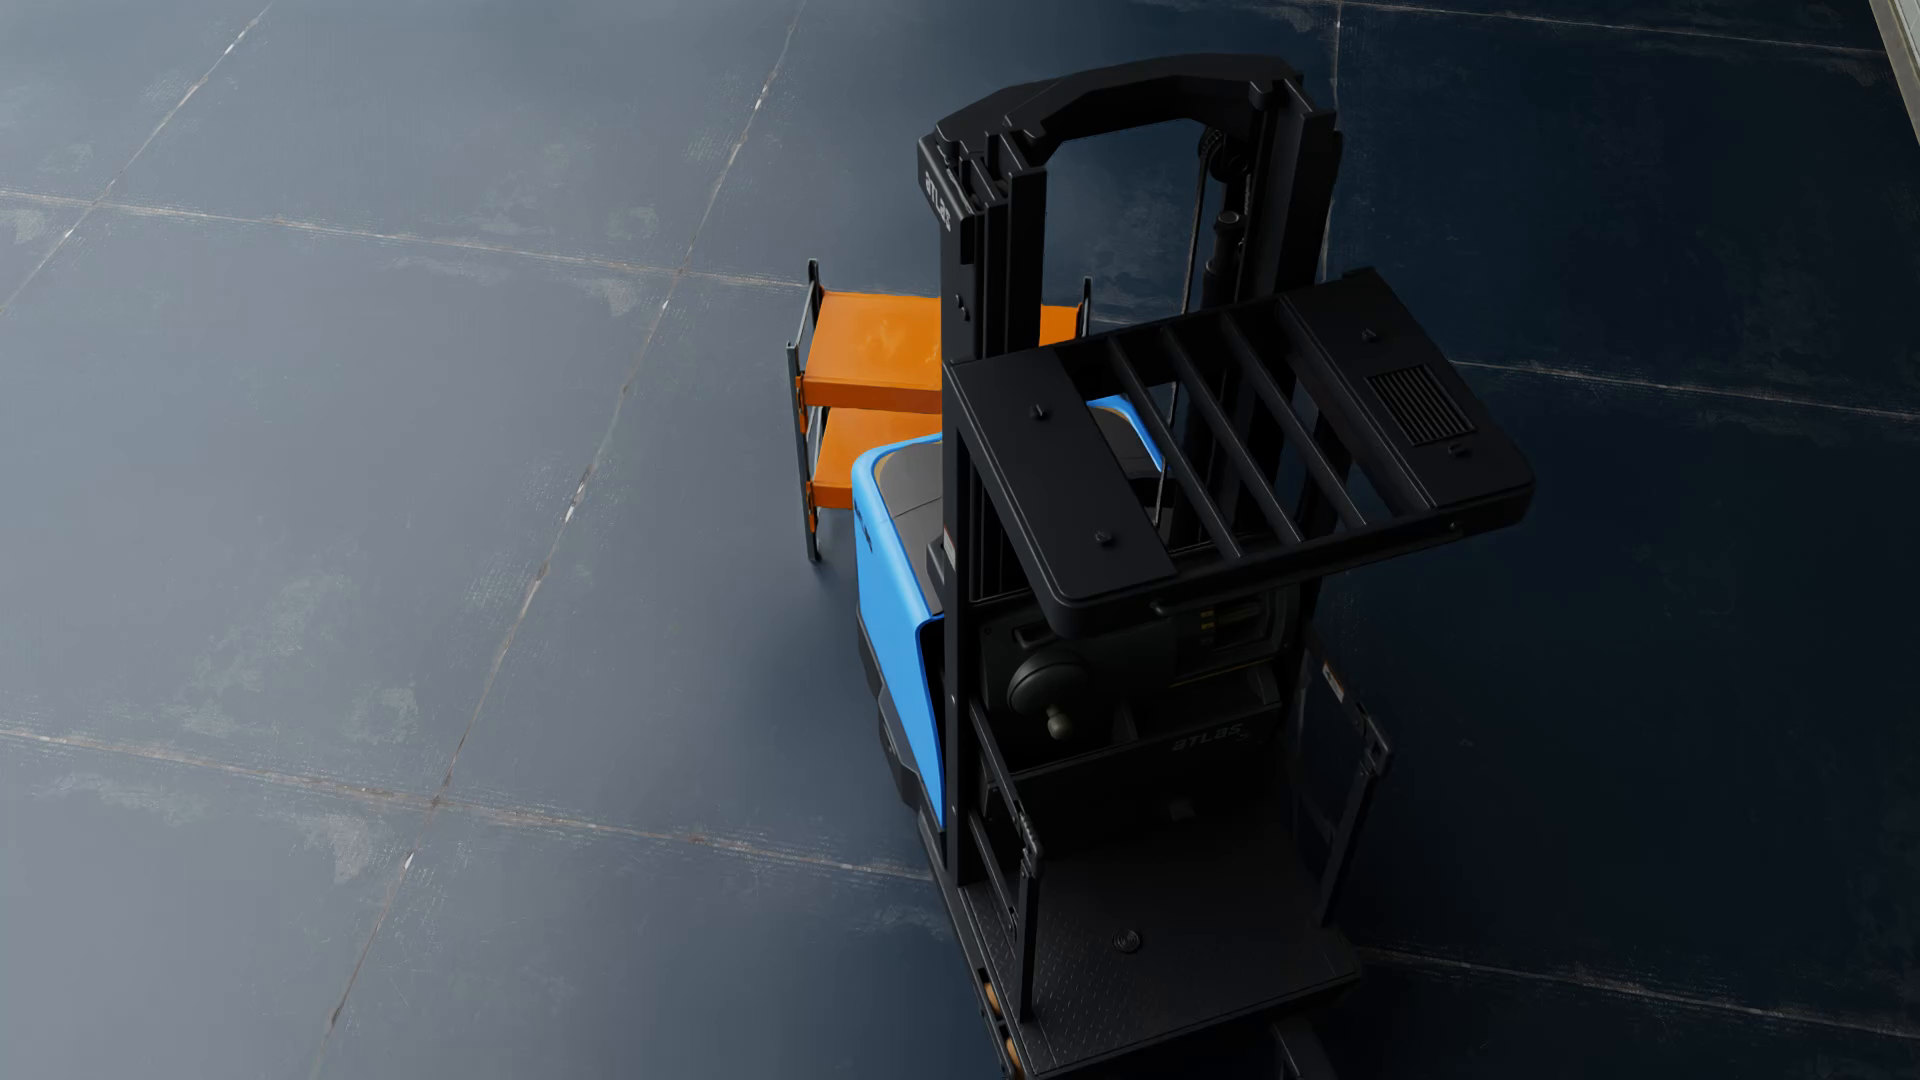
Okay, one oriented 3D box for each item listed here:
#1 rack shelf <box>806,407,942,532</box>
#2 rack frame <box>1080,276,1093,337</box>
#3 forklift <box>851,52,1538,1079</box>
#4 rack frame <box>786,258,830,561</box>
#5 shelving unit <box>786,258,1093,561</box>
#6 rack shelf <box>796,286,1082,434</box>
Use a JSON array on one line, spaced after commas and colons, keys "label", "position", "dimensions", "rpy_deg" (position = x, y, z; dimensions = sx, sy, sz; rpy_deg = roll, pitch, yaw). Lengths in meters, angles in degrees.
[{"label": "rack shelf", "position": [-0.061, -0.277, 6.543], "dimensions": [1.000, 0.278, 0.538], "rpy_deg": [4, 48, 4]}, {"label": "rack frame", "position": [0.445, -0.402, 6.327], "dimensions": [0.032, 1.125, 0.500], "rpy_deg": [4, 48, 4]}, {"label": "forklift", "position": [0.569, 0.373, 4.416], "dimensions": [1.130, 2.935, 3.031], "rpy_deg": [-14, 50, -12]}, {"label": "rack frame", "position": [-0.567, -0.479, 6.396], "dimensions": [0.032, 1.125, 0.500], "rpy_deg": [4, 48, 4]}, {"label": "shelving unit", "position": [-0.061, -0.440, 6.361], "dimensions": [1.048, 1.125, 0.538], "rpy_deg": [4, 48, 4]}, {"label": "rack shelf", "position": [-0.061, -0.636, 6.144], "dimensions": [1.000, 0.278, 0.538], "rpy_deg": [4, 48, 4]}]
